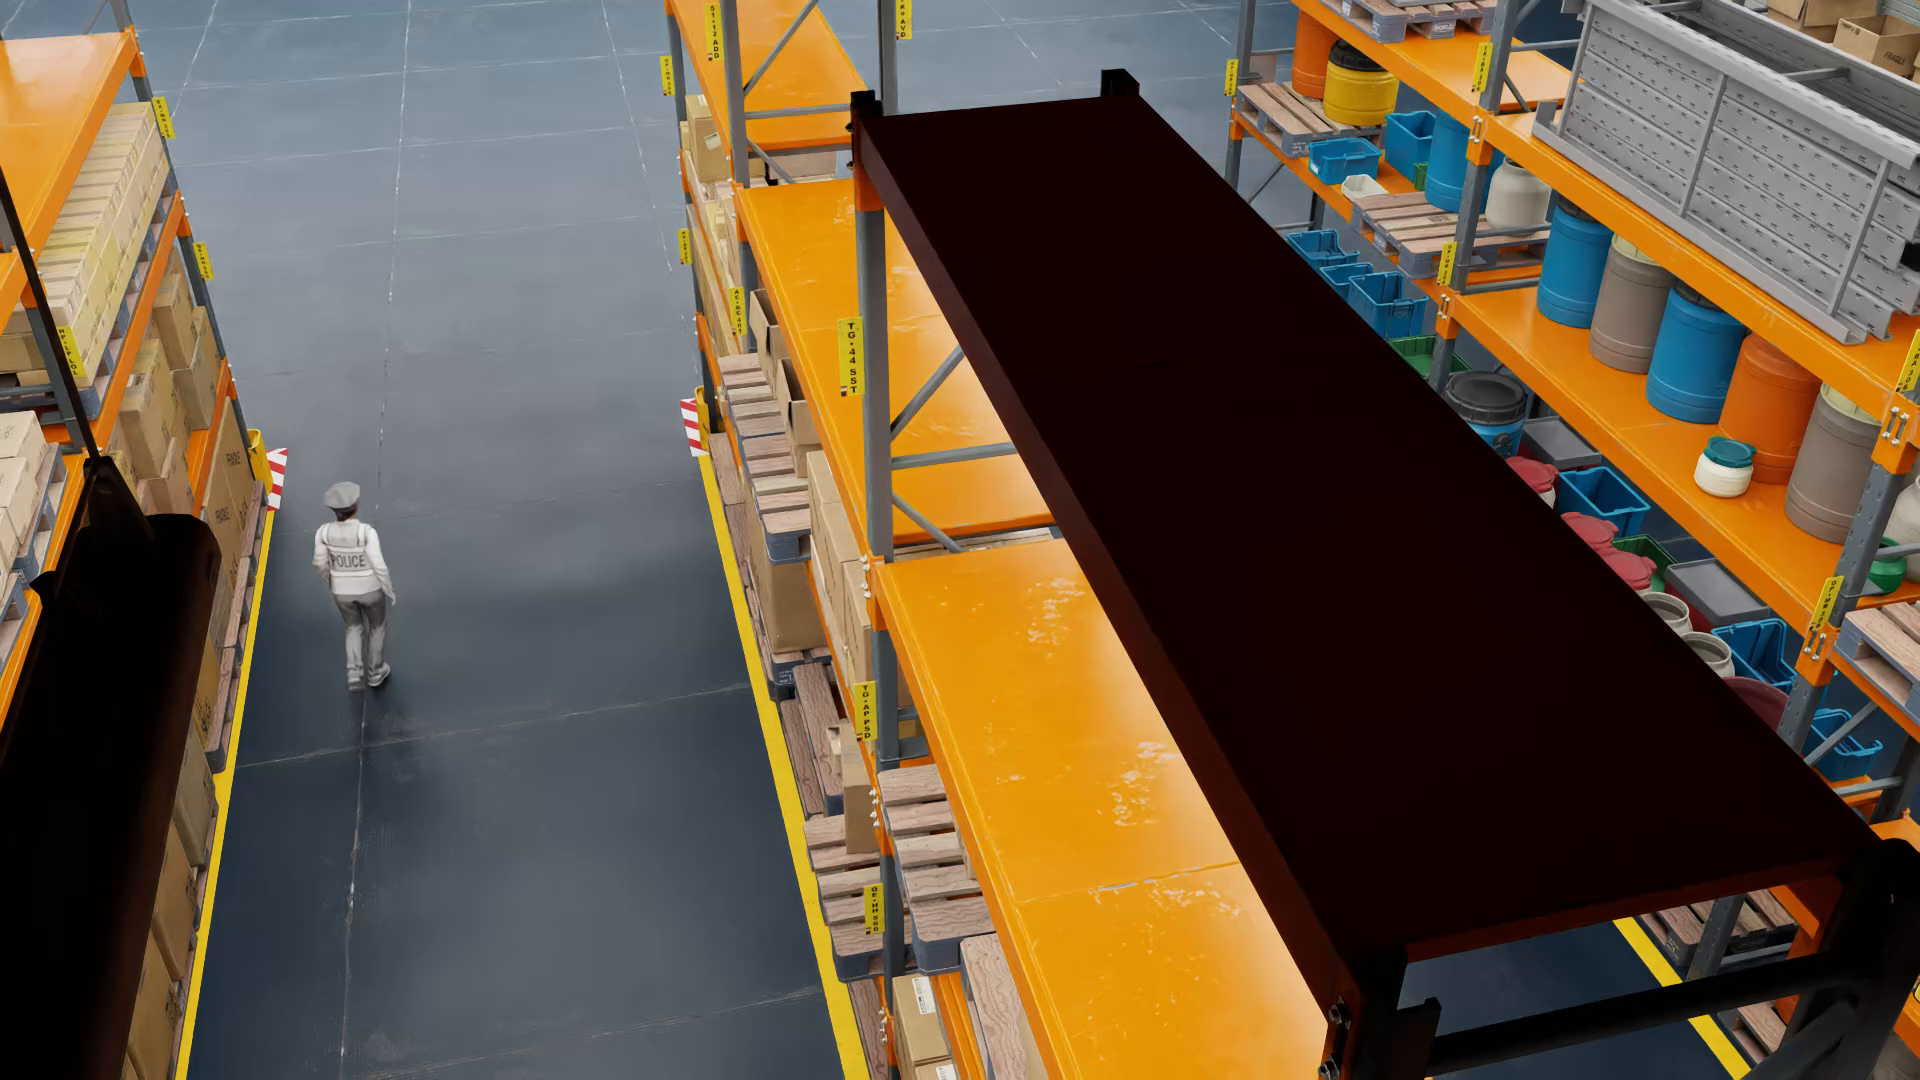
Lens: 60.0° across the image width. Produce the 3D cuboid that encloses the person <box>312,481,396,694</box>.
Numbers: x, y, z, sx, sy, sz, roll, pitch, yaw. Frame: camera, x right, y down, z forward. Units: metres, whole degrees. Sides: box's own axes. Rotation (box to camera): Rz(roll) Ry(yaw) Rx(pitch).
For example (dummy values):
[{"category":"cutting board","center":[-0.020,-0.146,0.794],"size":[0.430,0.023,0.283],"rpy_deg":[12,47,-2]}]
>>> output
[{"category":"person","center":[-4.383,0.405,12.056],"size":[0.550,1.654,0.564],"rpy_deg":[-1,34,-1]}]
